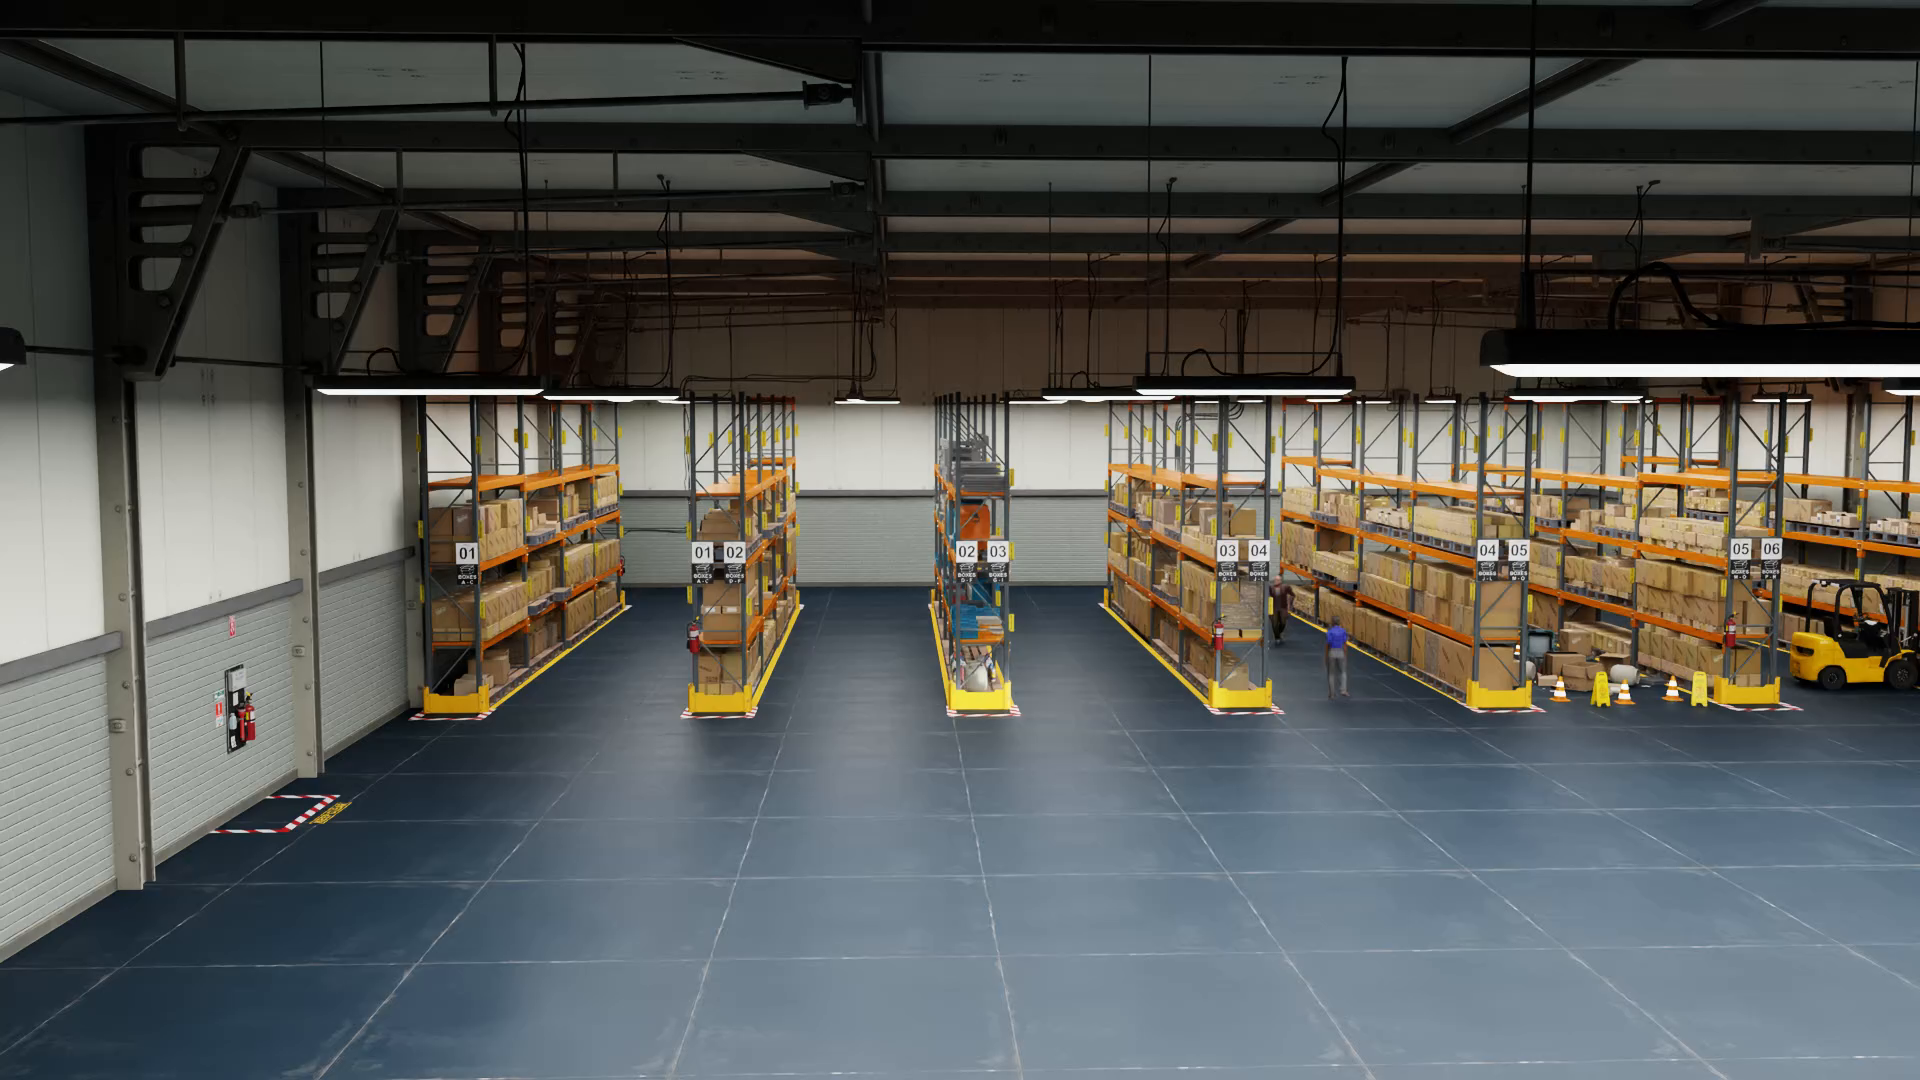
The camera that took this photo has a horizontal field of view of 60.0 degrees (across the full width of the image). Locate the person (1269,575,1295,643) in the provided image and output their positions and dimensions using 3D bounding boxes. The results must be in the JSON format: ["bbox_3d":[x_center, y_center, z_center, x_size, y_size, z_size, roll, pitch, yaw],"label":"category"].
[{"bbox_3d":[7.718,1.672,40.201,0.752,1.685,0.638,1,5,8],"label":"person"}]

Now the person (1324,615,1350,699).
[{"bbox_3d":[7.376,2.297,32.526,0.497,1.655,0.507,0,5,-2],"label":"person"}]
